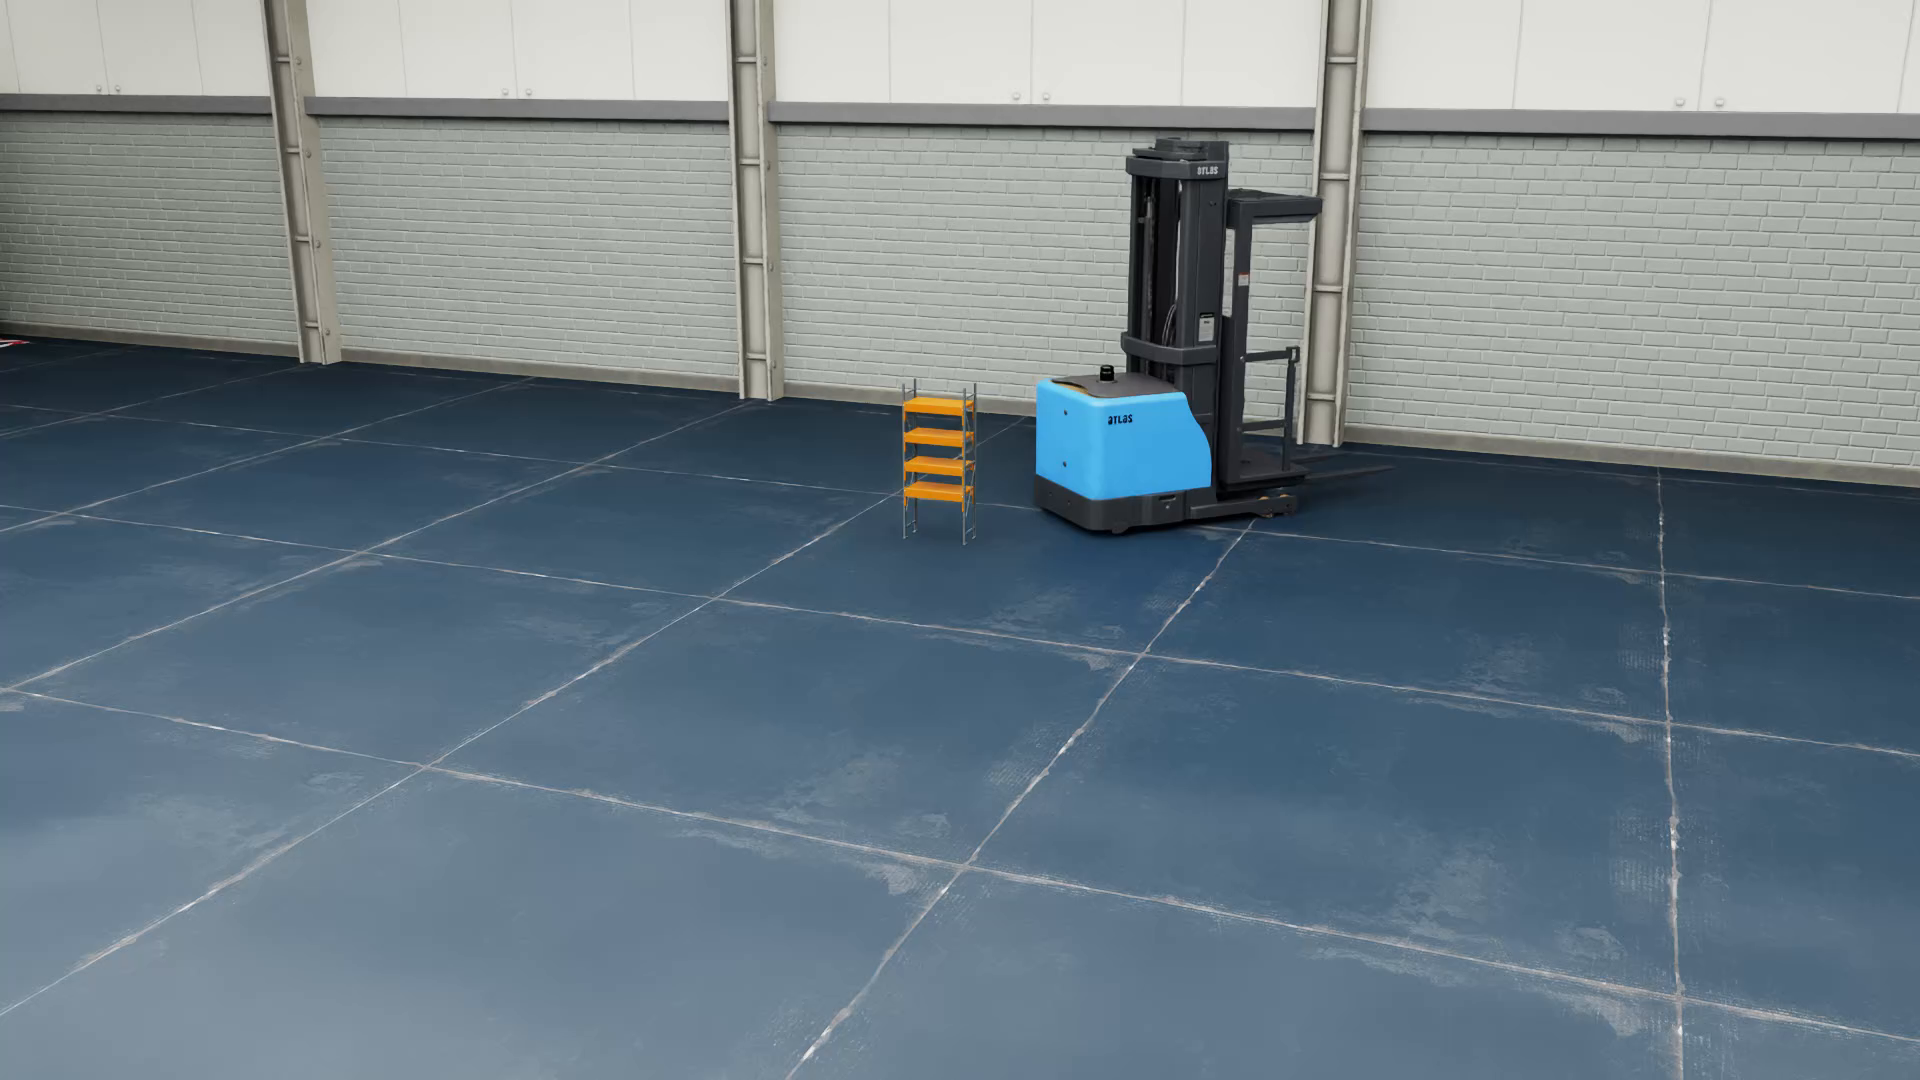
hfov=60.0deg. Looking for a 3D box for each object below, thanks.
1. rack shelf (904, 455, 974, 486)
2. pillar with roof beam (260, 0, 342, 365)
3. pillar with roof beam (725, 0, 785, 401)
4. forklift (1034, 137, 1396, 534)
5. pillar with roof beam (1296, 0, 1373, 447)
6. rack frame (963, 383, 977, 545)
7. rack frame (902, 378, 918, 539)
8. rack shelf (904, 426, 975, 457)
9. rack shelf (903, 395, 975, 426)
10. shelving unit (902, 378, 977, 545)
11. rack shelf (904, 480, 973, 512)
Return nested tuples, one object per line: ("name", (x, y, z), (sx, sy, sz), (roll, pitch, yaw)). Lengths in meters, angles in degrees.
("rack shelf", (-0.154, -0.529, 12.583), (0.480, 0.148, 0.258), (6, 17, 21))
("pillar with roof beam", (-9.302, -5.366, 15.016), (0.400, 9.000, 9.100), (6, 17, 21))
("pillar with roof beam", (-3.720, -4.752, 12.902), (0.400, 9.000, 9.100), (6, 17, 21))
("forklift", (2.157, -1.710, 13.306), (3.031, 2.935, 1.130), (-7, 18, -24))
("pillar with roof beam", (1.861, -4.138, 10.788), (0.400, 9.000, 9.100), (6, 17, 21))
("rack frame", (0.073, -0.568, 12.479), (0.015, 1.200, 0.240), (6, 17, 21))
("rack frame", (-0.381, -0.618, 12.651), (0.015, 1.200, 0.240), (6, 17, 21))
("rack shelf", (-0.154, -0.743, 12.521), (0.480, 0.148, 0.258), (6, 17, 21))
("rack shelf", (-0.154, -0.971, 12.455), (0.480, 0.148, 0.258), (6, 17, 21))
("shelving unit", (-0.154, -0.593, 12.565), (0.503, 1.200, 0.258), (6, 17, 21))
("rack shelf", (-0.154, -0.338, 12.639), (0.480, 0.148, 0.258), (6, 17, 21))
